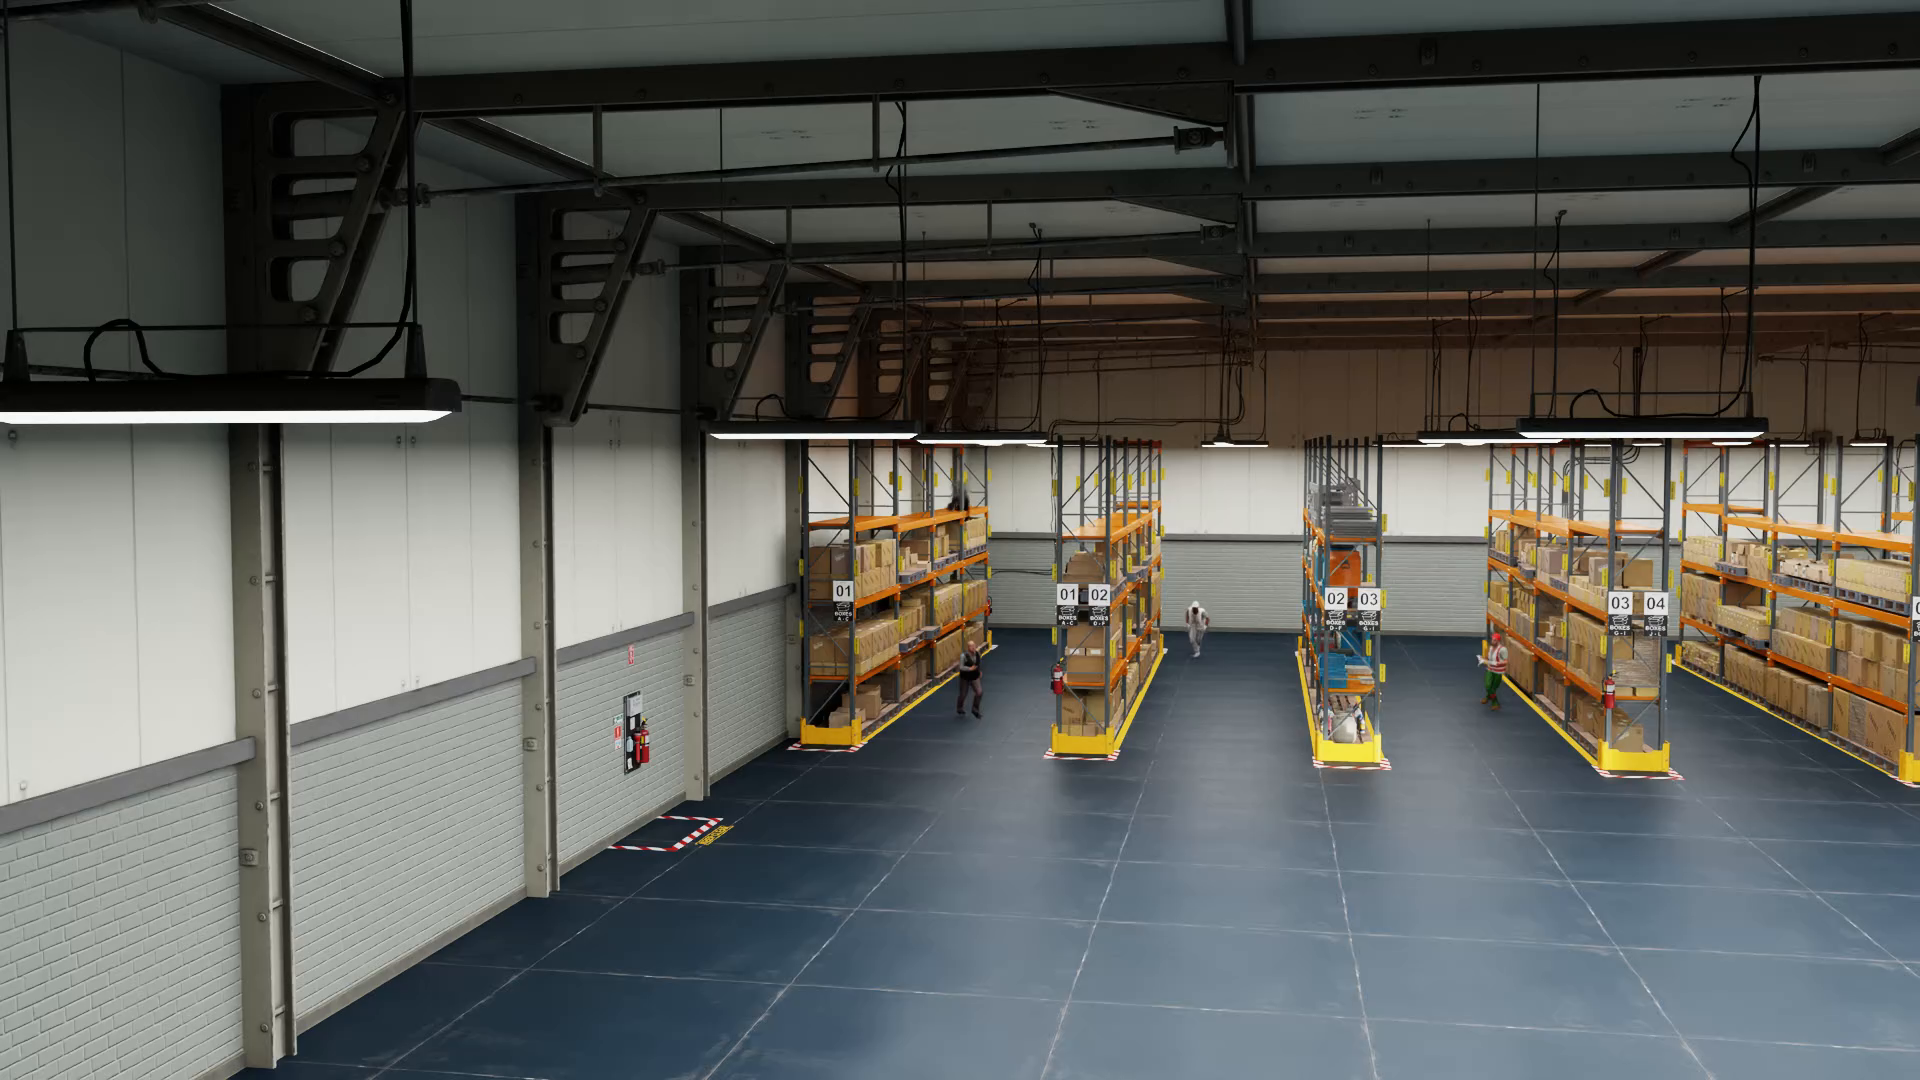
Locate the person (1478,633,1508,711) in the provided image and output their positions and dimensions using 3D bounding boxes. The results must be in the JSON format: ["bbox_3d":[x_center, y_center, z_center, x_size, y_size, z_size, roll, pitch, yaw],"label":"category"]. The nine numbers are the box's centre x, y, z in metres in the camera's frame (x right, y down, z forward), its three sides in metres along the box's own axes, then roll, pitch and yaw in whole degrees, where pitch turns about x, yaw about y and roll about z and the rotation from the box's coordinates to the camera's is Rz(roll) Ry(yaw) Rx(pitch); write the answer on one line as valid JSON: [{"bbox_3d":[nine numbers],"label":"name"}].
[{"bbox_3d":[11.792,2.896,36.699,0.784,1.728,0.715,3,4,42],"label":"person"}]

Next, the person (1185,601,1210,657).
[{"bbox_3d":[6.587,2.456,46.108,0.668,1.574,1.077,1,3,17],"label":"person"}]

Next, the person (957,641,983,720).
[{"bbox_3d":[0.211,2.975,35.411,0.655,1.689,0.985,-1,3,-24],"label":"person"}]

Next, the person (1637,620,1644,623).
[{"bbox_3d":[17.902,2.527,43.880,0.536,1.683,0.669,1,3,12],"label":"person"}]
